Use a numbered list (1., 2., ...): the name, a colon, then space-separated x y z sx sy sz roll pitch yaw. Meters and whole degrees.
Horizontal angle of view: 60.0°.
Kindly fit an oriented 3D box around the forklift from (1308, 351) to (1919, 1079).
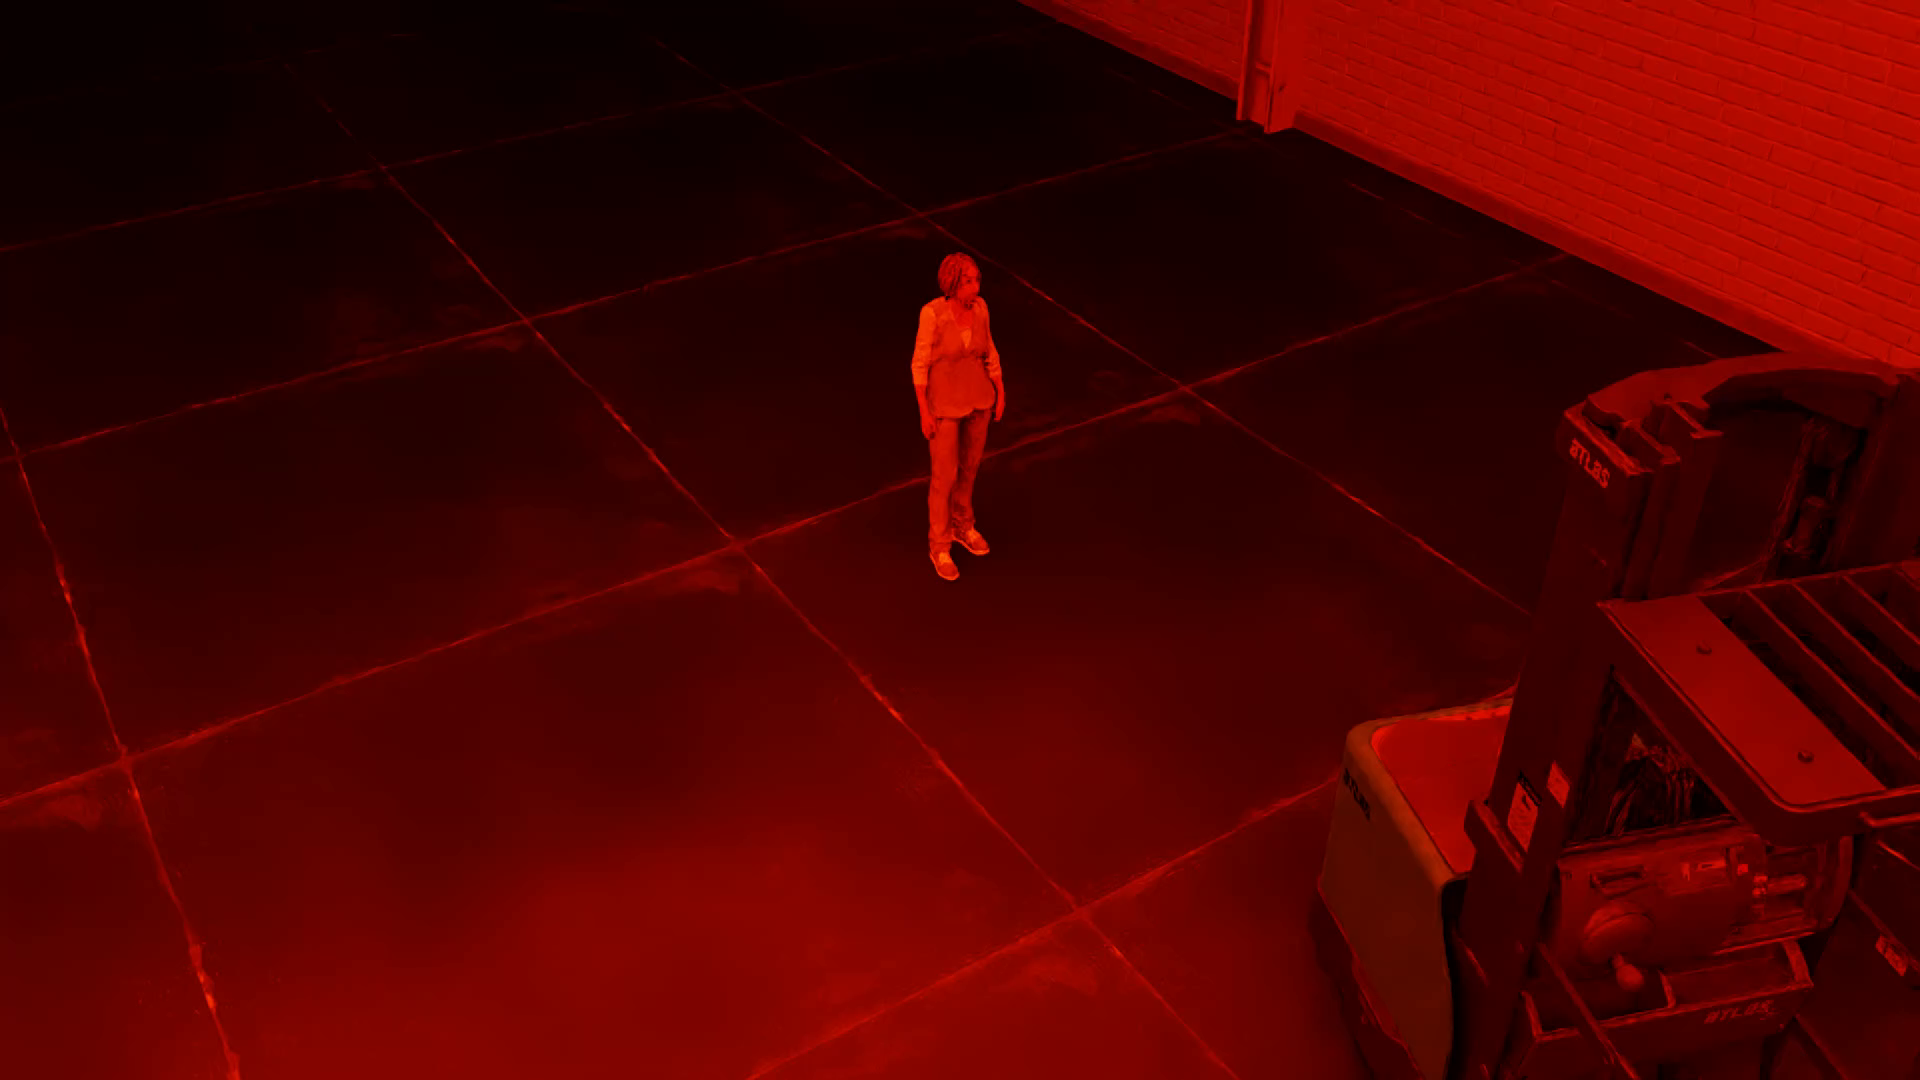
1. forklift: 2.182 1.094 4.590 1.130 2.935 3.031 -8 36 -11

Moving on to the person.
1. person: 0.029 -0.619 8.177 0.521 1.597 0.474 -21 40 -27
